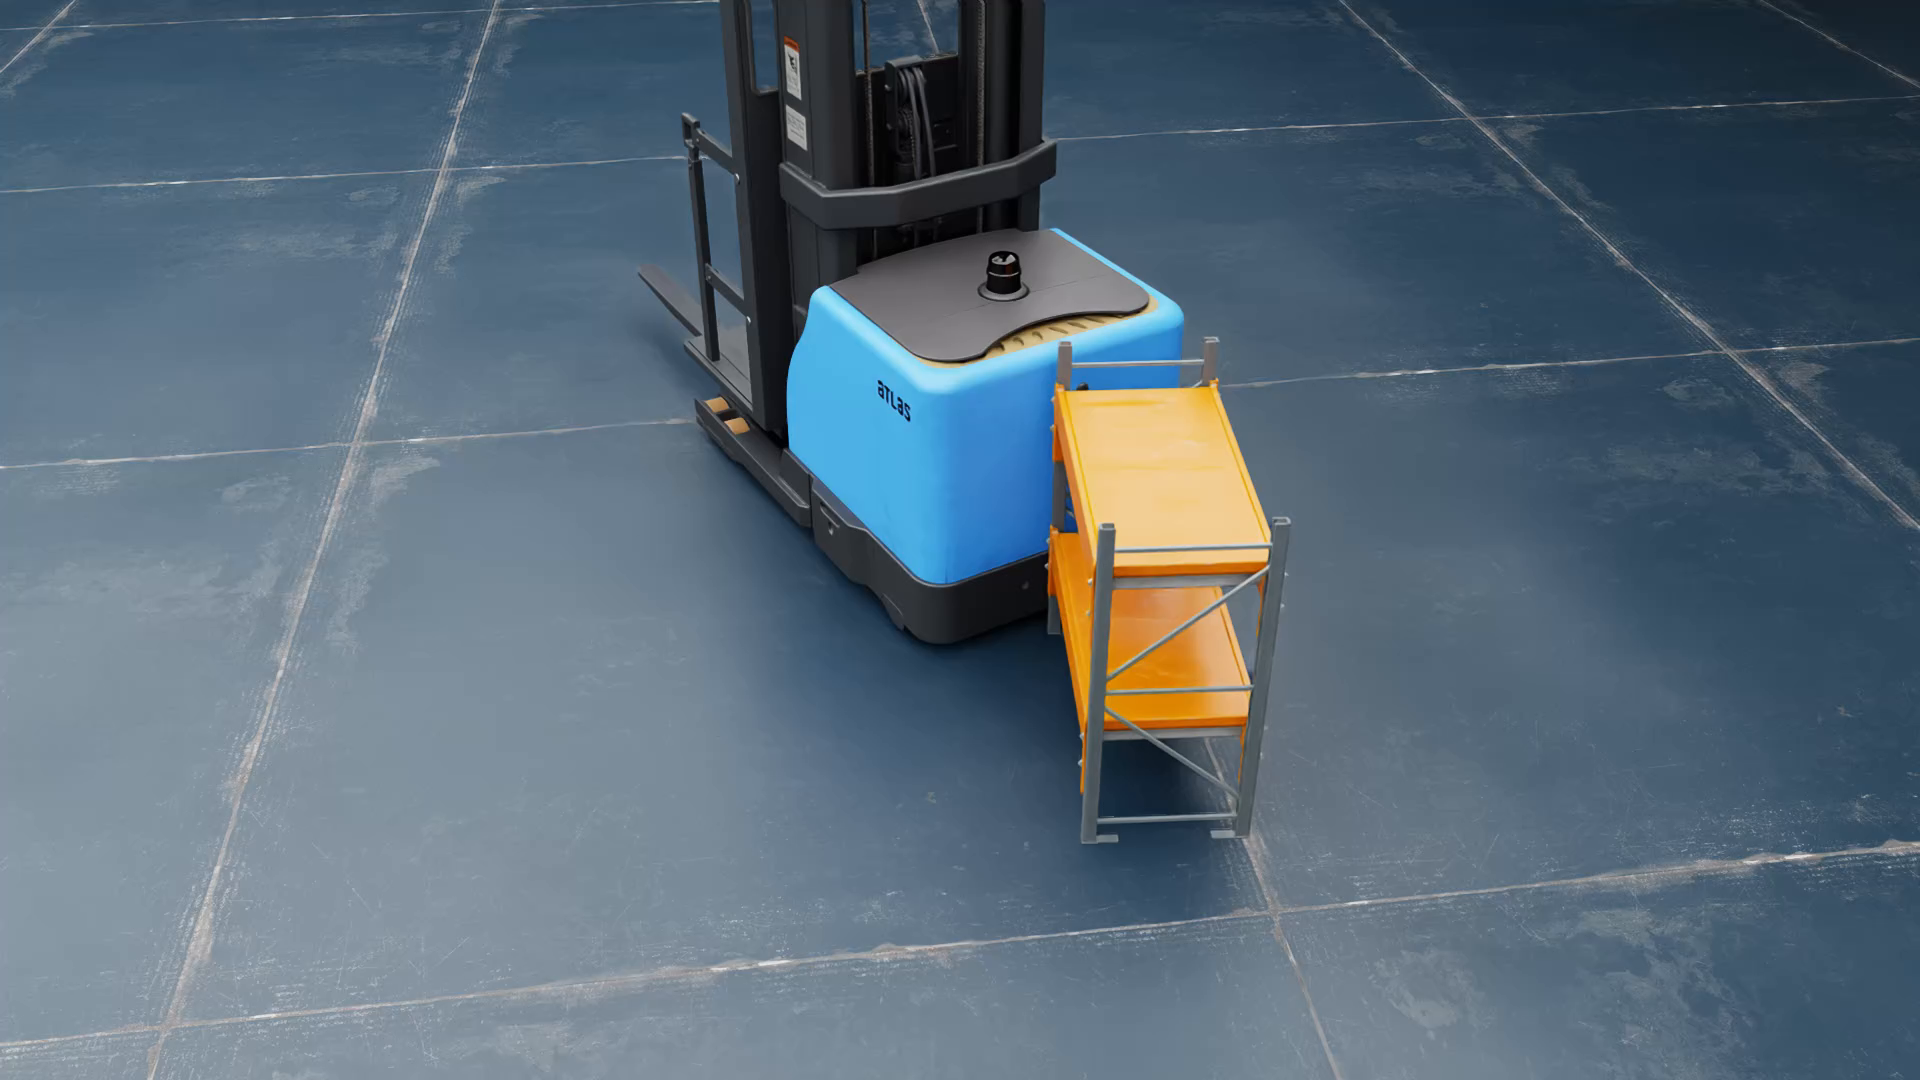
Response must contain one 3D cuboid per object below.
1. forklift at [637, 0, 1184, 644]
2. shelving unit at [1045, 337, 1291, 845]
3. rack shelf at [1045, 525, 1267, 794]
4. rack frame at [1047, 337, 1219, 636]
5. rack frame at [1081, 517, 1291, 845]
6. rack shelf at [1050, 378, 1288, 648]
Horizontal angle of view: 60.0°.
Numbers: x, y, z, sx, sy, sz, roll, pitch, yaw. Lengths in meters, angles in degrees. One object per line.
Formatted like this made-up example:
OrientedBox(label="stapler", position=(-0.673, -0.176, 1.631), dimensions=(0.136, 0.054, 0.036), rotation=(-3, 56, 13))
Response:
OrientedBox(label="forklift", position=(-0.431, -1.660, 6.083), dimensions=(1.130, 2.935, 3.031), rotation=(-19, 38, -25))
OrientedBox(label="shelving unit", position=(0.582, 0.136, 5.052), dimensions=(0.538, 1.125, 1.048), rotation=(-2, 34, -3))
OrientedBox(label="rack shelf", position=(0.582, 0.338, 5.190), dimensions=(0.538, 0.278, 1.000), rotation=(-2, 34, -3))
OrientedBox(label="rack frame", position=(0.554, -0.150, 5.472), dimensions=(0.500, 1.125, 0.032), rotation=(-2, 34, -3))
OrientedBox(label="rack frame", position=(0.610, 0.421, 4.633), dimensions=(0.500, 1.125, 0.032), rotation=(-2, 34, -3))
OrientedBox(label="rack shelf", position=(0.582, -0.106, 4.887), dimensions=(0.538, 0.278, 1.000), rotation=(-2, 34, -3))
